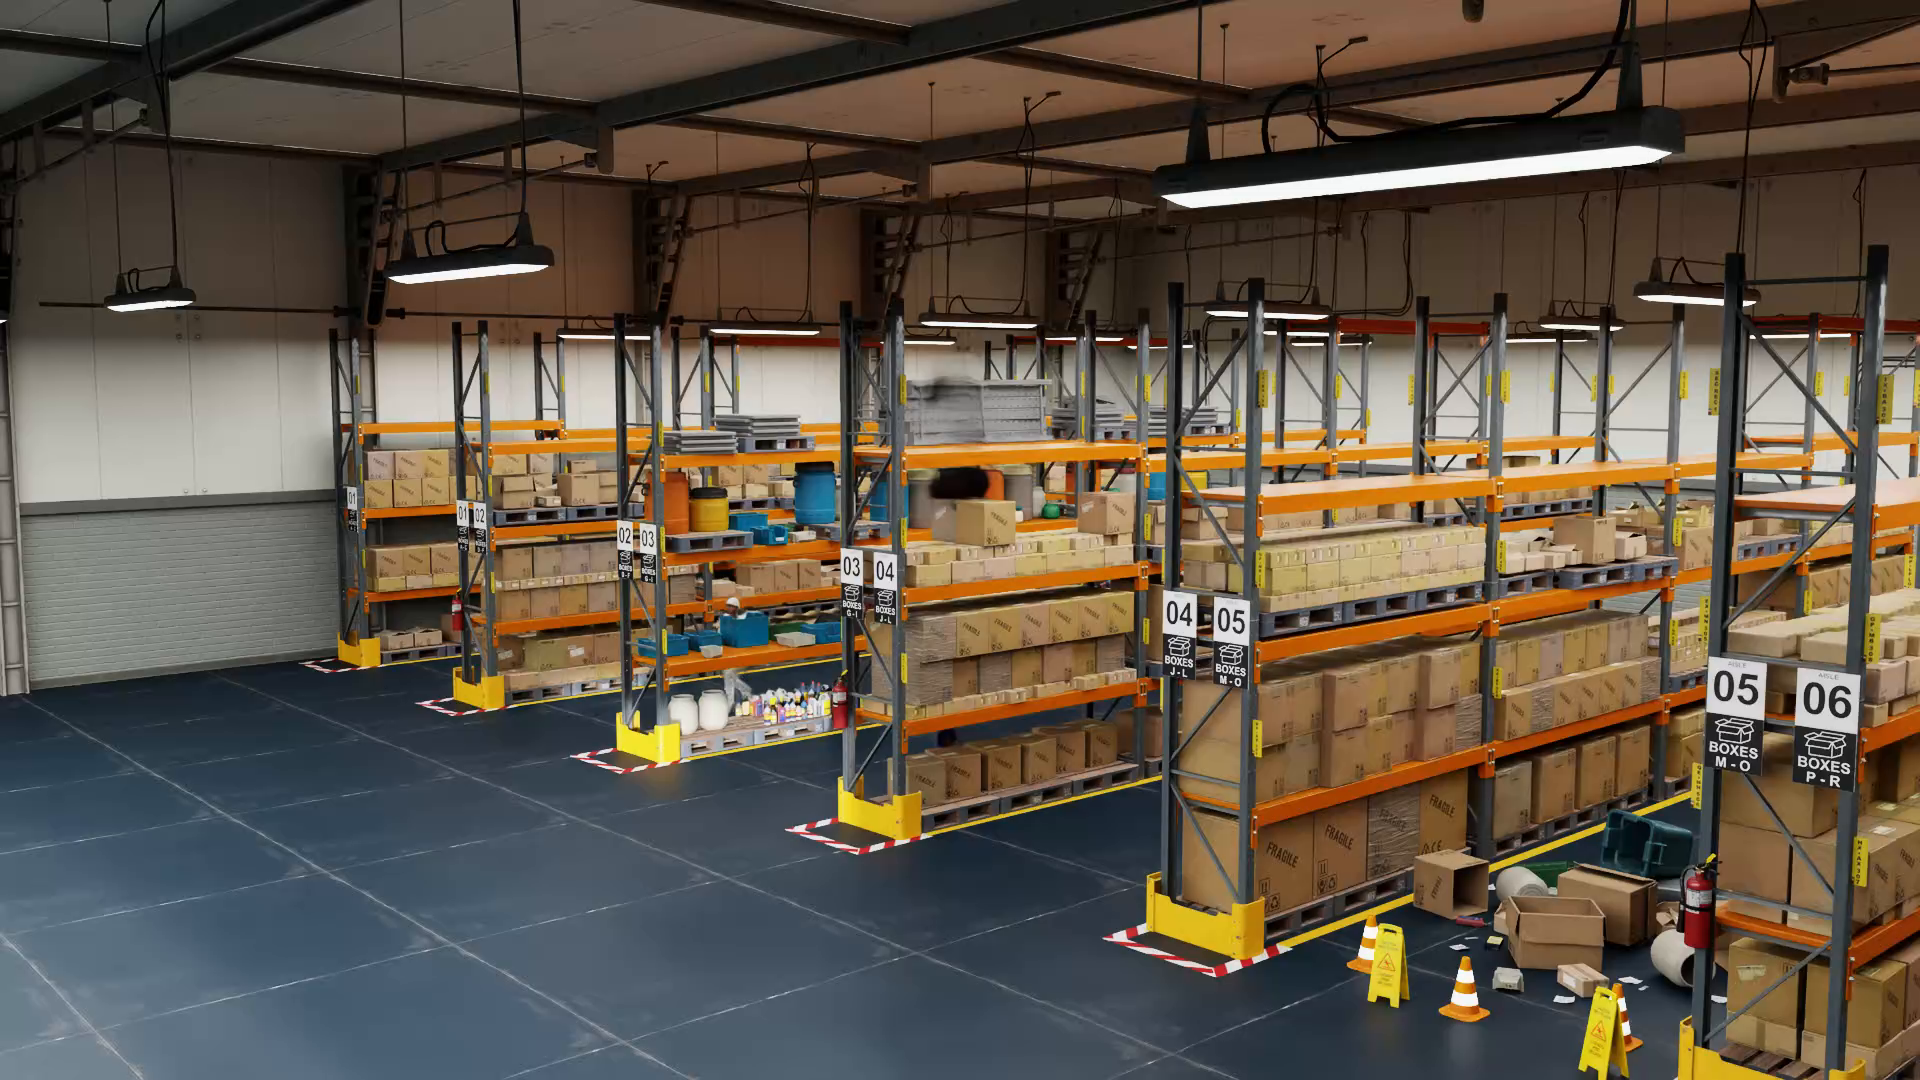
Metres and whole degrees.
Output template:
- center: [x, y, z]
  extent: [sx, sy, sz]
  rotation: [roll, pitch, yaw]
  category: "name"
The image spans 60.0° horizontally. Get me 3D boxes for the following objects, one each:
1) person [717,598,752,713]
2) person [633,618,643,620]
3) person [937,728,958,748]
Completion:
- center: [-3.474, 1.761, 25.583]
  extent: [0.682, 1.775, 0.880]
  rotation: [4, 7, 33]
  category: "person"
- center: [-5.775, 1.320, 30.226]
  extent: [0.880, 1.765, 0.711]
  rotation: [-5, 8, -41]
  category: "person"
- center: [-0.221, 2.113, 22.835]
  extent: [0.556, 1.697, 0.760]
  rotation: [5, 8, 41]
  category: "person"
